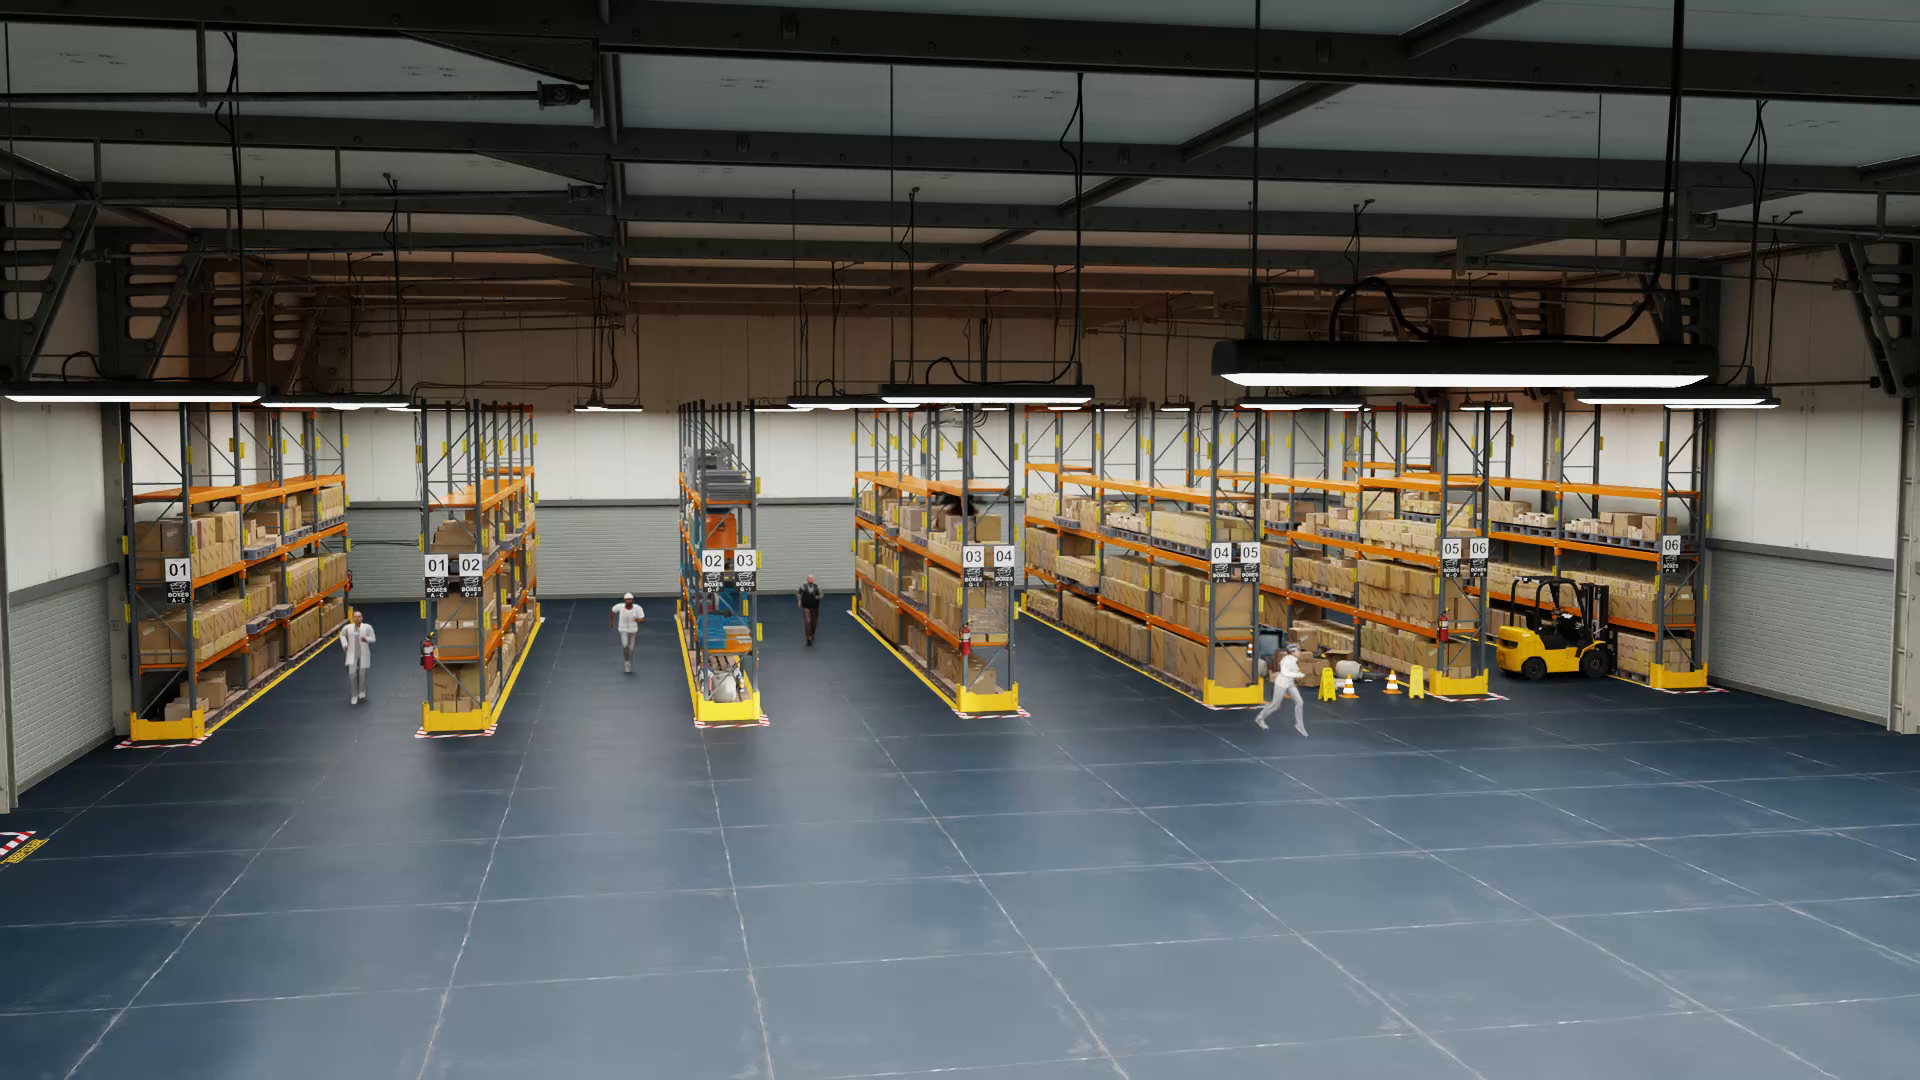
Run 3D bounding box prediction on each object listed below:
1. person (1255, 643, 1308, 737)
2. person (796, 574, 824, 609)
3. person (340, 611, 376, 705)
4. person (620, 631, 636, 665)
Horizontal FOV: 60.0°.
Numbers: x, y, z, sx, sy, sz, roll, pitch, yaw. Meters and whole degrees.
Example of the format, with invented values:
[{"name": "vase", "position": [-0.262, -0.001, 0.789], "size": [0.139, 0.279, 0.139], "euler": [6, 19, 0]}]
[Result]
[{"name": "person", "position": [5.759, 2.655, 29.767], "size": [0.992, 1.695, 0.612], "euler": [3, 5, 34]}, {"name": "person", "position": [-3.703, 1.280, 41.286], "size": [0.650, 0.843, 0.623], "euler": [-1, 4, -15]}, {"name": "person", "position": [-11.975, 2.341, 33.083], "size": [0.682, 1.841, 0.801], "euler": [-1, 5, -19]}, {"name": "person", "position": [-7.401, 2.344, 37.086], "size": [0.365, 0.852, 0.783], "euler": [-1, 4, -14]}]
